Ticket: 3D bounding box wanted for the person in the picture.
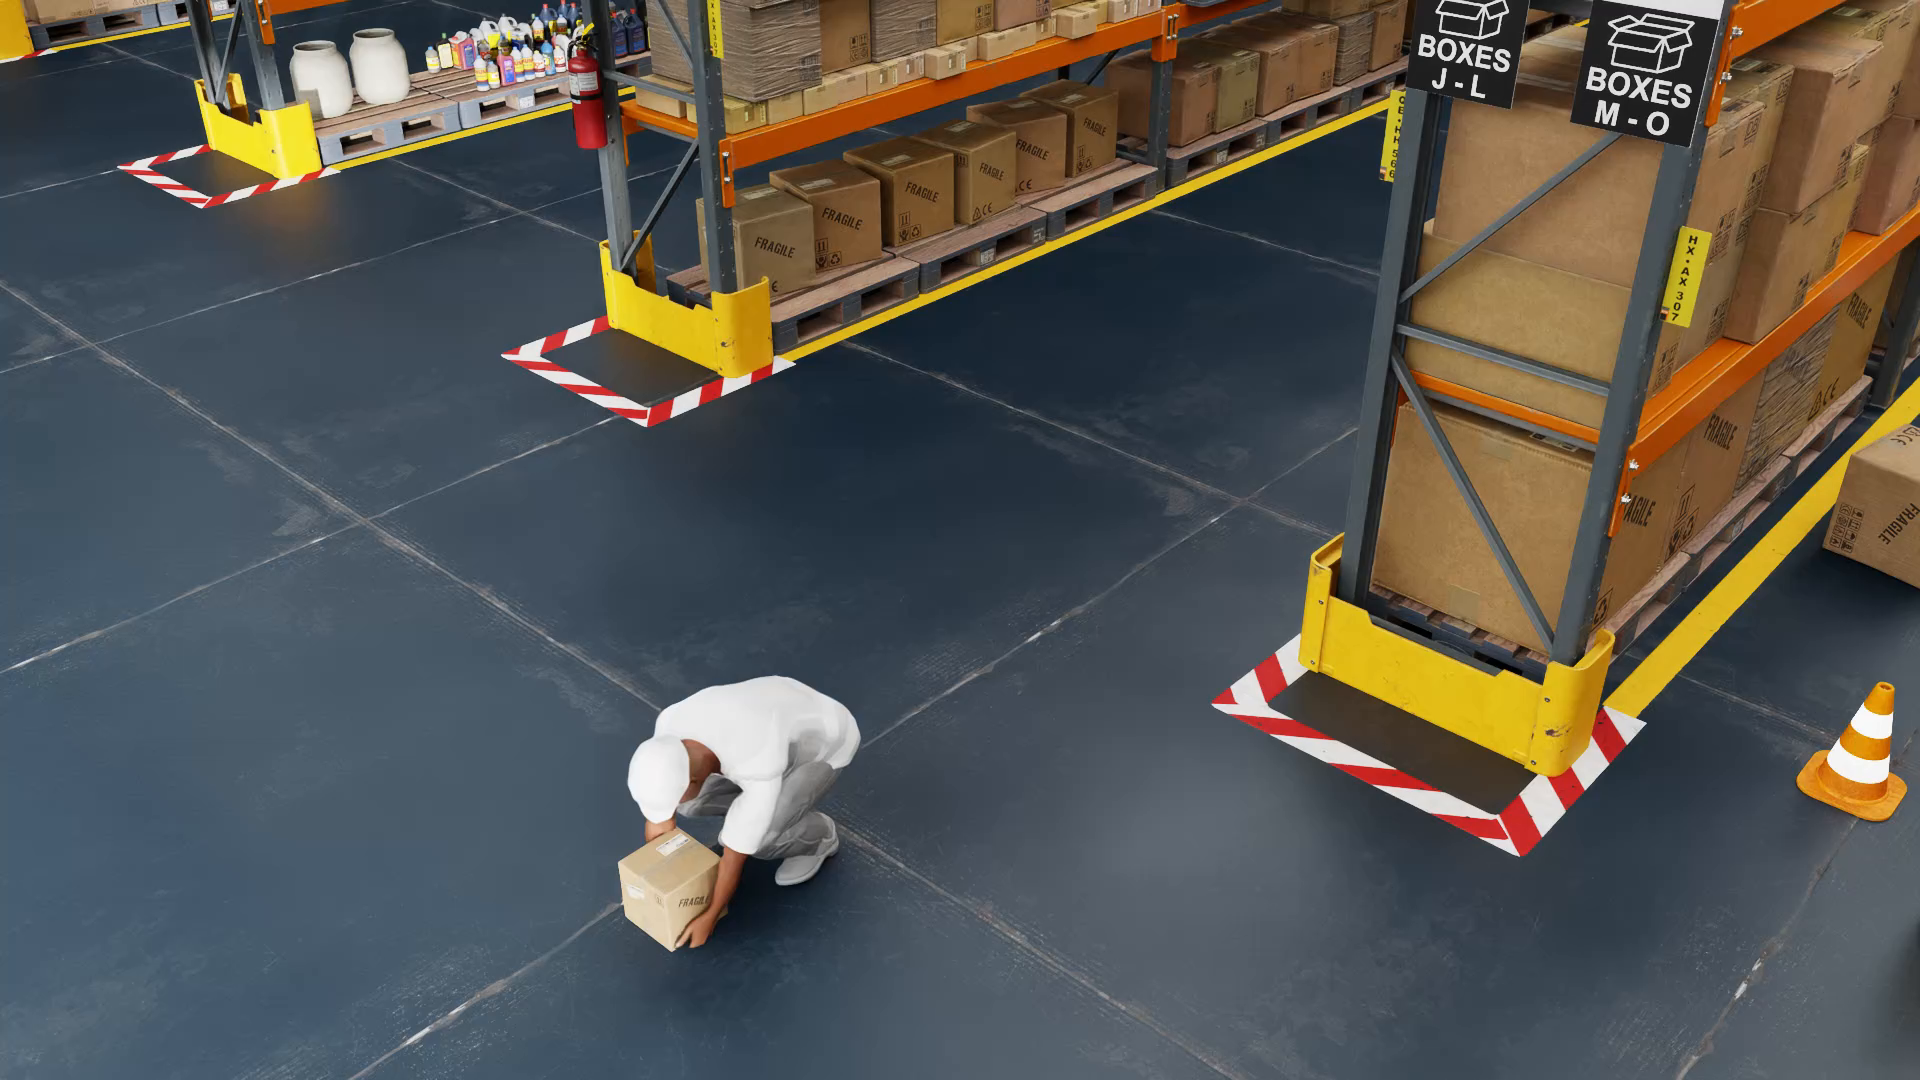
[{"bbox_3d":[-0.736,0.867,5.684,0.536,0.874,0.940,24,39,34],"label":"person"}]
